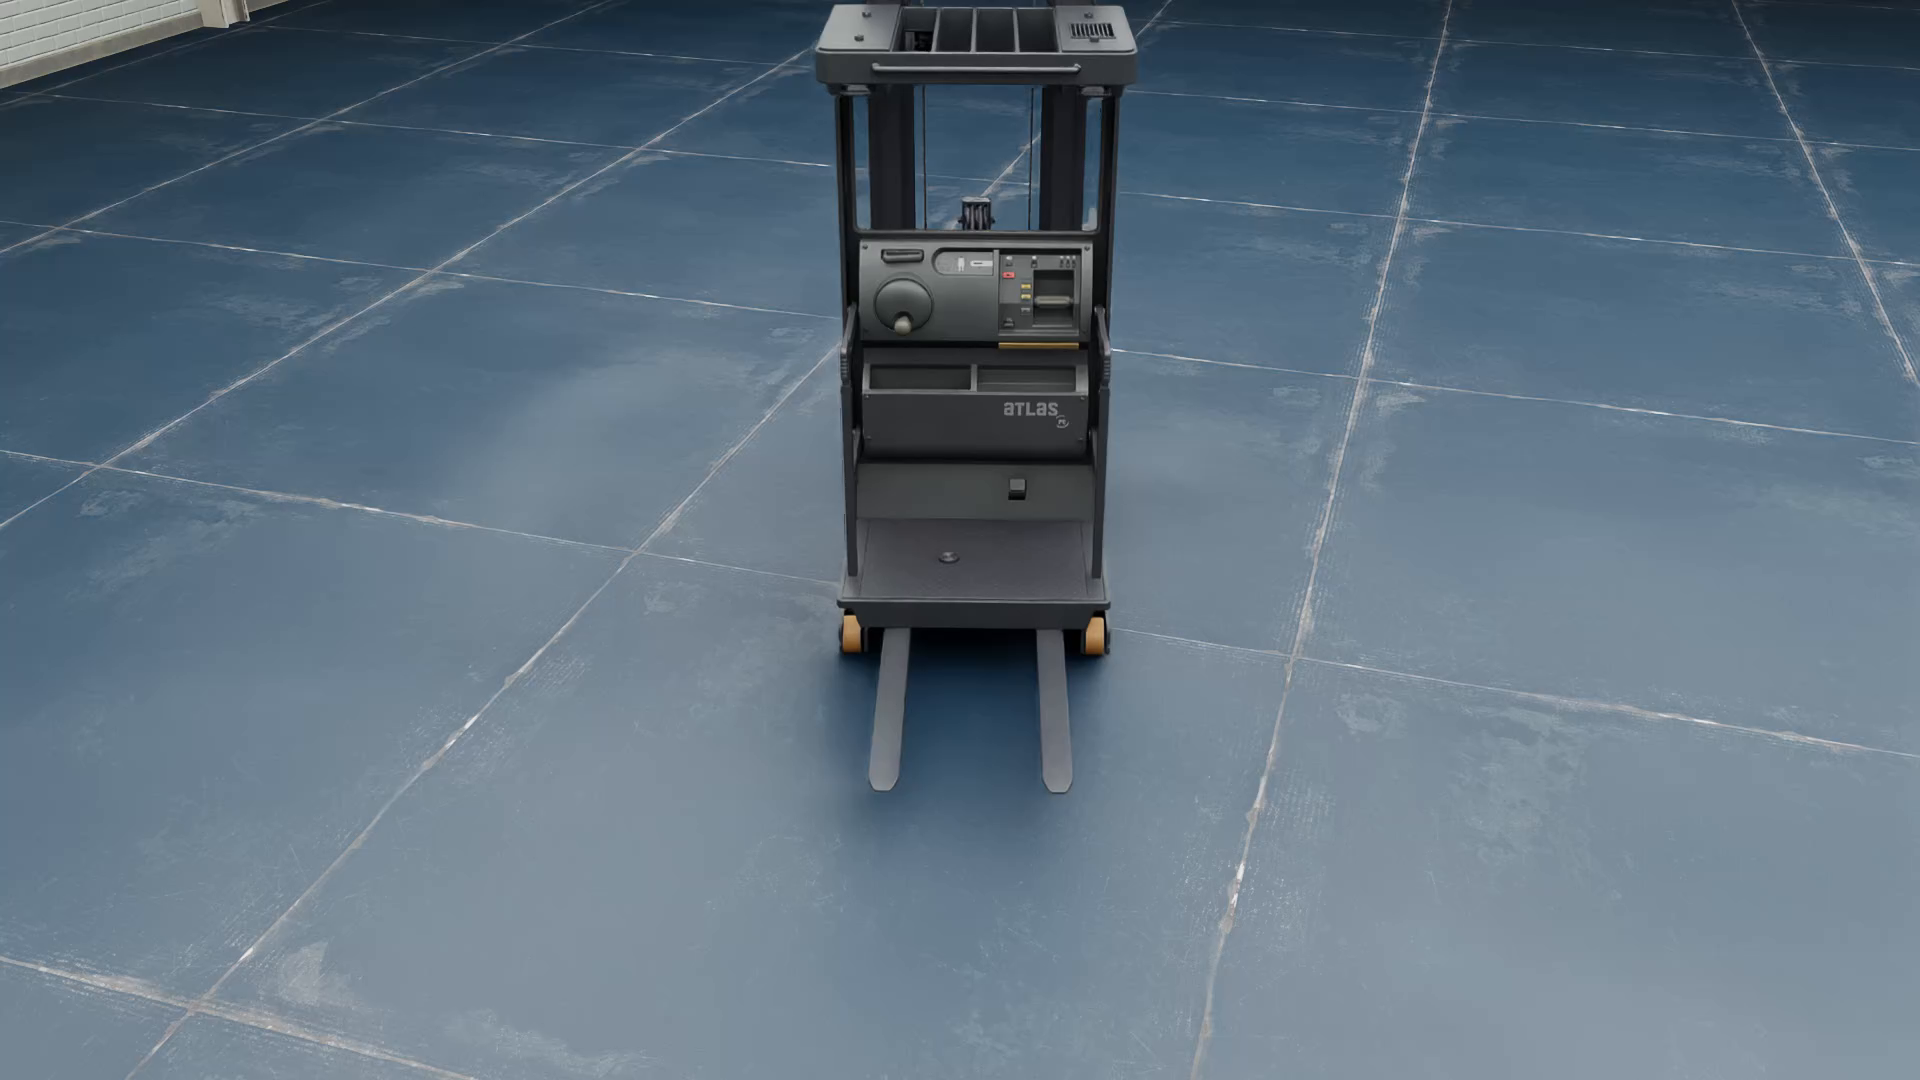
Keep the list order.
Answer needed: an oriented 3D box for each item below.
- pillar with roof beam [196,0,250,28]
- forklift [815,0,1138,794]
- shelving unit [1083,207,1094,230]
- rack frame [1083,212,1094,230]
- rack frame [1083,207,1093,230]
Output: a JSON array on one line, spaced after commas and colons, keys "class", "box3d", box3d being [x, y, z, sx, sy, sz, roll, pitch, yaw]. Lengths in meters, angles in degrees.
[{"class": "pillar with roof beam", "box3d": [-3.636, -8.775, 14.267, 9.100, 9.000, 0.400, 8, 30, 15]}, {"class": "forklift", "box3d": [0.061, -0.955, 6.452, 1.130, 2.935, 3.031, 0, 29, 1]}, {"class": "shelving unit", "box3d": [0.530, -1.087, 8.500, 0.258, 1.200, 0.189, 3, 5, 6]}, {"class": "rack frame", "box3d": [0.540, -1.094, 8.590, 0.240, 1.200, 0.006, 3, 5, 6]}, {"class": "rack frame", "box3d": [0.520, -1.080, 8.409, 0.240, 1.200, 0.006, 3, 5, 6]}]
